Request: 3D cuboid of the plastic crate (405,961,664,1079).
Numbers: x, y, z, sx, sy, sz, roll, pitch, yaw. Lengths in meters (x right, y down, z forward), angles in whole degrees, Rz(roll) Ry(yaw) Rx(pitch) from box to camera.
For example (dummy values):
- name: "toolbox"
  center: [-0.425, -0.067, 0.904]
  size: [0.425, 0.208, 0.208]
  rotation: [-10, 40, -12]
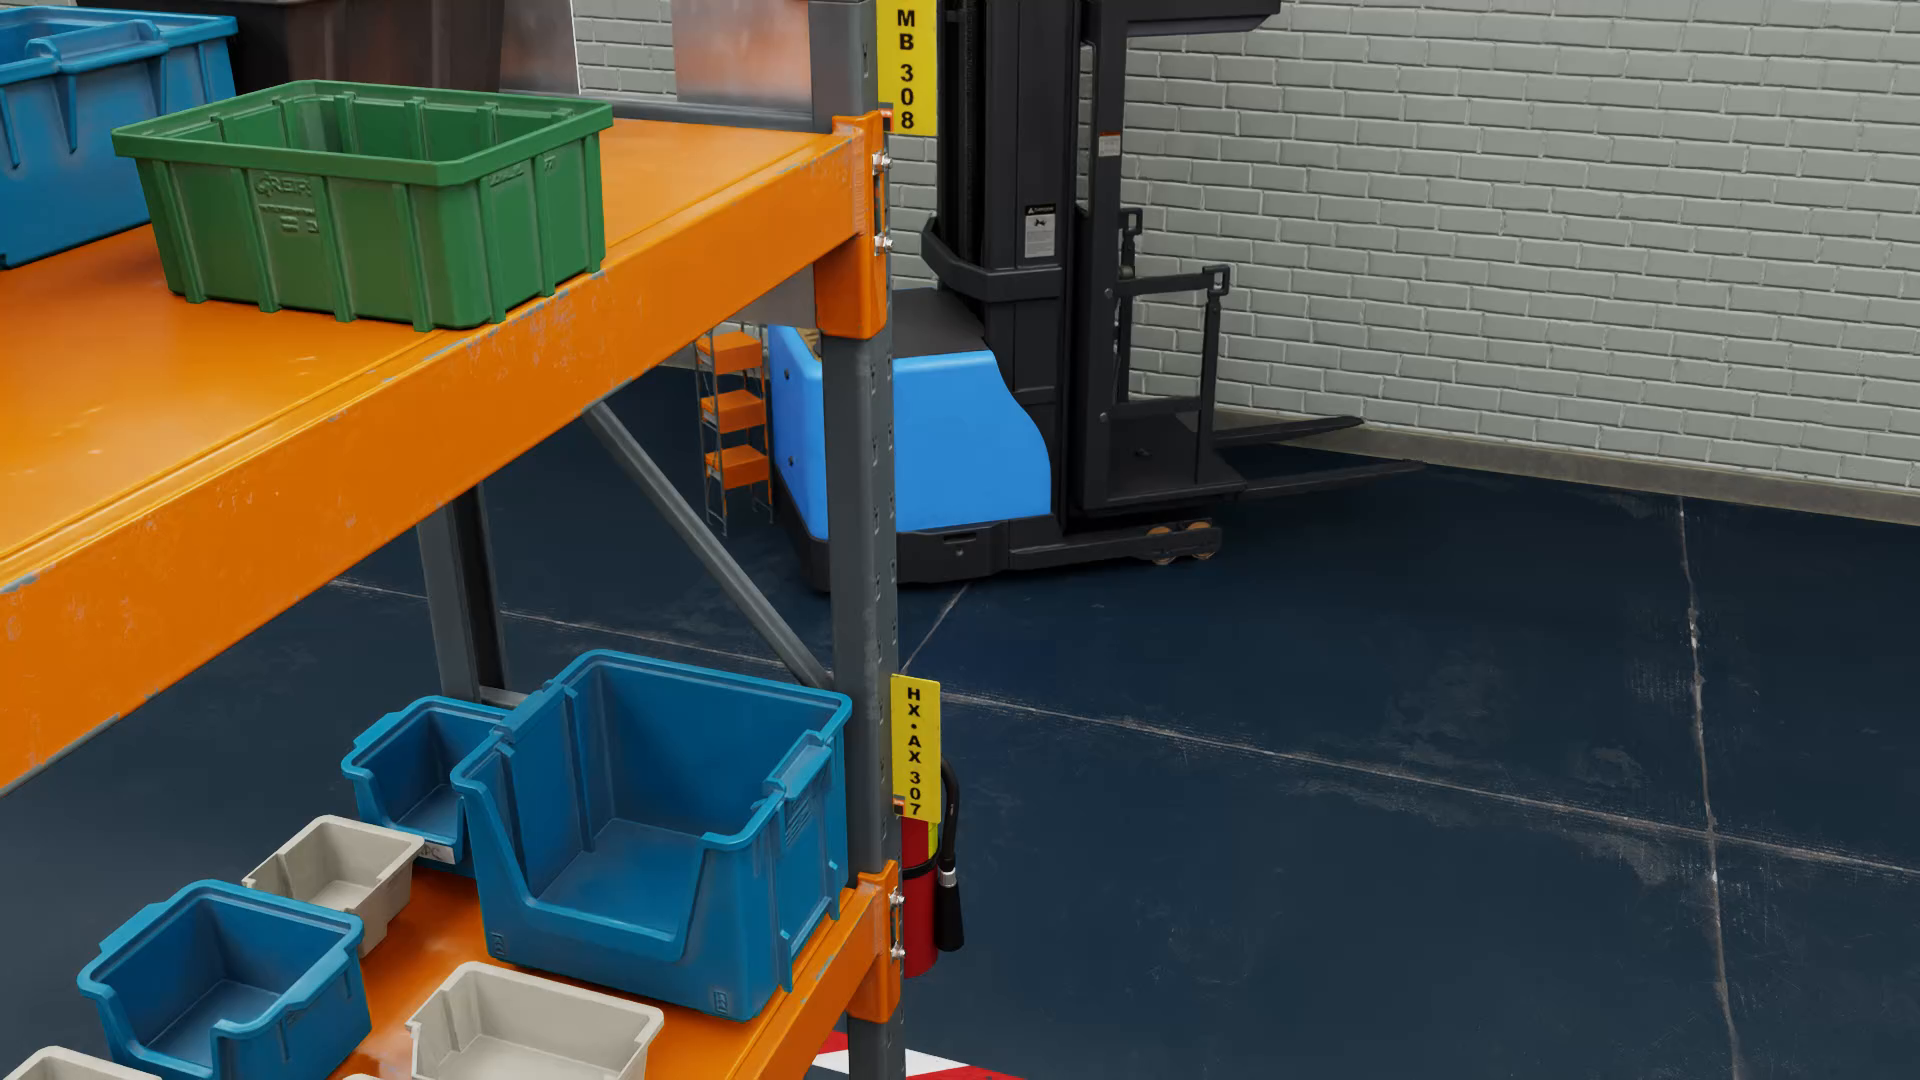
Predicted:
- name: "plastic crate"
  center: [-0.711, 0.866, 2.753]
  size: [0.396, 0.136, 0.243]
  rotation: [9, 27, 17]

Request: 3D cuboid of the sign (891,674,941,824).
- name: "sign"
  center: [-0.086, 0.413, 3.268]
  size: [0.100, 0.325, 0.005]
  rotation: [9, 27, 17]

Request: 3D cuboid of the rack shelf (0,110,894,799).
- name: "rack shelf"
  center: [-1.276, 0.209, 1.261]
  size: [1.077, 0.370, 4.000]
  rotation: [9, 27, 17]

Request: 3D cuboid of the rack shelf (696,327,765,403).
- name: "rack shelf"
  center: [-1.049, -0.799, 7.565]
  size: [0.240, 0.259, 0.215]
  rotation: [-16, 30, -30]

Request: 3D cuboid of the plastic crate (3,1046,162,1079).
- name: "plastic crate"
  center: [-1.414, 0.957, 2.565]
  size: [0.250, 0.136, 0.298]
  rotation: [9, 27, 17]

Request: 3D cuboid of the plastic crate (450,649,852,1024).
- name: "plastic crate"
  center: [-0.546, 0.535, 3.094]
  size: [0.616, 0.435, 0.499]
  rotation: [9, 27, 17]

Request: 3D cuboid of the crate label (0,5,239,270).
- name: "crate label"
  center: [-1.222, -0.538, 2.147]
  size: [0.408, 0.251, 0.502]
  rotation: [9, 27, 17]

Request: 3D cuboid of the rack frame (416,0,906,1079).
- name: "rack frame"
  center: [-0.610, 0.413, 3.455]
  size: [1.000, 3.000, 0.127]
  rotation: [9, 27, 17]

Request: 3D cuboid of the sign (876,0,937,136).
- name: "sign"
  center: [-0.086, -0.817, 2.673]
  size: [0.100, 0.325, 0.005]
  rotation: [9, 27, 17]

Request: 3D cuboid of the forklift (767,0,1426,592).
- name: "forklift"
  center: [0.688, -1.423, 7.325]
  size: [3.031, 2.935, 1.130]
  rotation: [-7, 27, -15]

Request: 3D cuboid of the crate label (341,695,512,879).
- name: "crate label"
  center: [-1.003, 0.515, 3.367]
  size: [0.416, 0.233, 0.303]
  rotation: [9, 27, 17]

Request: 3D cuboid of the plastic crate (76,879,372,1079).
- name: "plastic crate"
  center: [-1.222, 0.786, 2.809]
  size: [0.416, 0.233, 0.300]
  rotation: [9, 27, 17]

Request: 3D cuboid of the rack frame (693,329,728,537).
- name: "rack frame"
  center: [-1.149, -0.522, 7.622]
  size: [0.008, 1.050, 0.200]
  rotation: [-16, 30, -30]

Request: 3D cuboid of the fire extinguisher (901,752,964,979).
- name: "fire extinguisher"
  center: [-0.132, 0.620, 3.545]
  size: [0.296, 0.674, 0.183]
  rotation: [9, 27, 17]

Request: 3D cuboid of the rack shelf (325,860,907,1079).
- name: "rack shelf"
  center: [-1.276, 1.559, 1.914]
  size: [1.077, 0.370, 4.000]
  rotation: [9, 27, 17]

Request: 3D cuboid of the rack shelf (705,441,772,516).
- name: "rack shelf"
  center: [-1.046, -0.292, 7.807]
  size: [0.240, 0.259, 0.215]
  rotation: [-16, 30, -30]

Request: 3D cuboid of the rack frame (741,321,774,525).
- name: "rack frame"
  center: [-0.946, -0.582, 7.744]
  size: [0.008, 1.050, 0.200]
  rotation: [-16, 30, -30]

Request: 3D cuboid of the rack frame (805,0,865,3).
- name: "rack frame"
  center: [-0.610, -2.287, 2.148]
  size: [1.000, 3.000, 0.127]
  rotation: [9, 27, 17]

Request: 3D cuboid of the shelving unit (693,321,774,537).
- name: "shelving unit"
  center: [-1.048, -0.552, 7.683]
  size: [0.252, 1.050, 0.215]
  rotation: [-16, 30, -30]

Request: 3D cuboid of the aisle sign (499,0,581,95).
- name: "aisle sign"
  center: [-0.867, -0.830, 3.038]
  size: [0.394, 0.787, 0.004]
  rotation: [9, 27, 17]

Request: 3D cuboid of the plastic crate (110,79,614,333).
- name: "plastic crate"
  center: [-0.669, -0.395, 1.925]
  size: [0.450, 0.188, 0.336]
  rotation: [9, 27, 17]

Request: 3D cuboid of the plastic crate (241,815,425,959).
- name: "plastic crate"
  center: [-1.188, 0.678, 3.141]
  size: [0.250, 0.136, 0.298]
  rotation: [9, 27, 17]

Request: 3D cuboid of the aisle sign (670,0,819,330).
- name: "aisle sign"
  center: [-0.310, -0.744, 2.862]
  size: [0.394, 0.787, 0.004]
  rotation: [9, 27, 17]

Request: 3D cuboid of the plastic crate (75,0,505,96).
- name: "plastic crate"
  center: [-1.001, -0.760, 2.586]
  size: [0.497, 0.269, 0.590]
  rotation: [9, 27, 17]

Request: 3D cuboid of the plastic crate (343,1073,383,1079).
- name: "plastic crate"
  center: [-0.821, 0.983, 2.511]
  size: [0.396, 0.136, 0.243]
  rotation: [9, 27, 17]

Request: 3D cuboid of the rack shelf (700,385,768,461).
- name: "rack shelf"
  center: [-1.048, -0.543, 7.687]
  size: [0.240, 0.259, 0.215]
  rotation: [-16, 30, -30]
